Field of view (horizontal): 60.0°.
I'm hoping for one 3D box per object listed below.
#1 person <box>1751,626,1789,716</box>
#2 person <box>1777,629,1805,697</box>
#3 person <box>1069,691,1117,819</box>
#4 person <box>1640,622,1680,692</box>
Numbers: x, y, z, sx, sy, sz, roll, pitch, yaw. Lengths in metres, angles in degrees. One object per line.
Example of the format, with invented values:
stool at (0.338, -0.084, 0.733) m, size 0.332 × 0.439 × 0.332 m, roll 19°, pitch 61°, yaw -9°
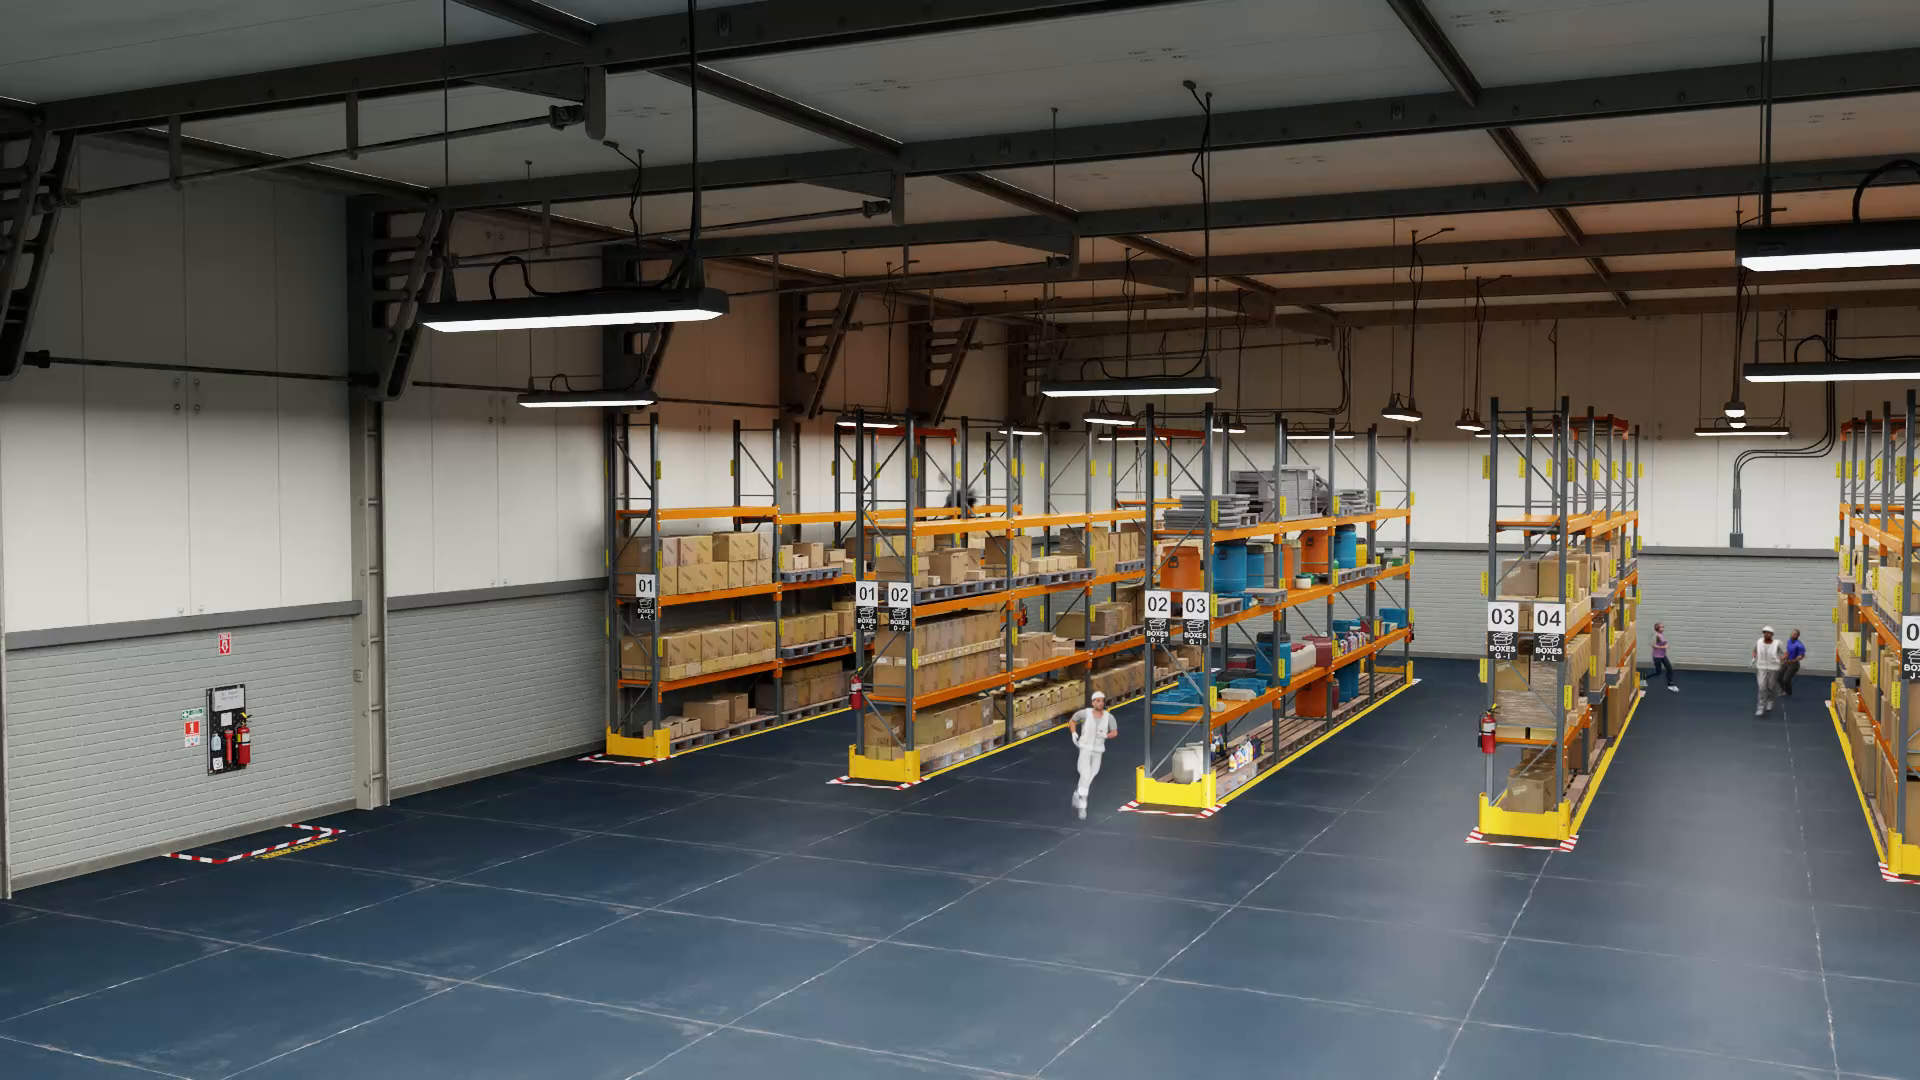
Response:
person at (16.540, 2.654, 33.972) m, size 0.699 × 1.794 × 0.928 m, roll 2°, pitch 3°, yaw 35°
person at (18.149, 2.696, 36.415) m, size 0.531 × 1.532 × 0.760 m, roll 0°, pitch 2°, yaw -11°
person at (1.949, 3.108, 24.275) m, size 0.662 × 1.830 × 0.816 m, roll -1°, pitch 2°, yaw -13°
person at (15.818, 2.647, 37.677) m, size 0.564 × 1.580 × 0.839 m, roll -2°, pitch 3°, yaw -43°
